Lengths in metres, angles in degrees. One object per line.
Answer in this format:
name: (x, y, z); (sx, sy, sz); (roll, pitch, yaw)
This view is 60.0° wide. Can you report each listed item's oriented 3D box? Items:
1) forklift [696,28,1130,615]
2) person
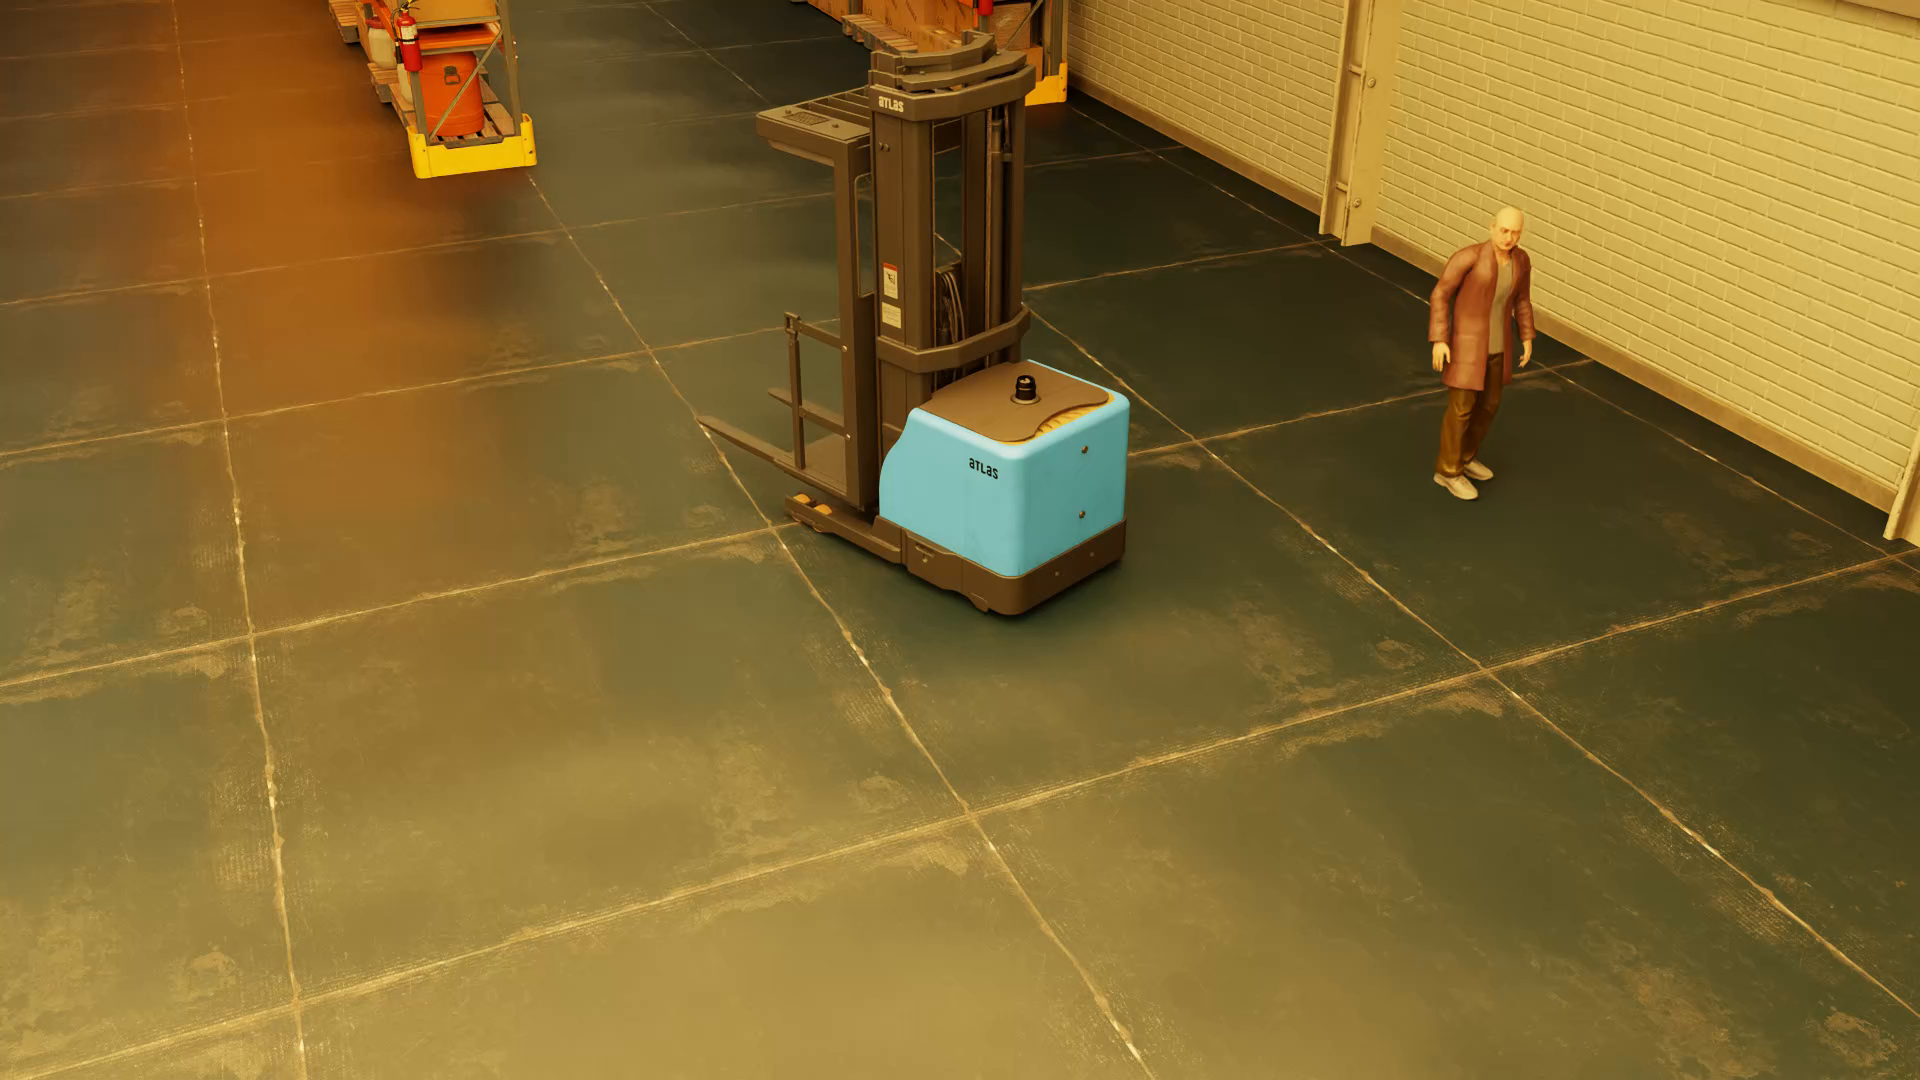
forklift: (-0.436, -1.483, 9.714); (3.031, 2.935, 1.130); (26, 39, 37)
person: (3.291, -1.166, 10.325); (0.755, 1.775, 0.563); (-13, 32, -21)
